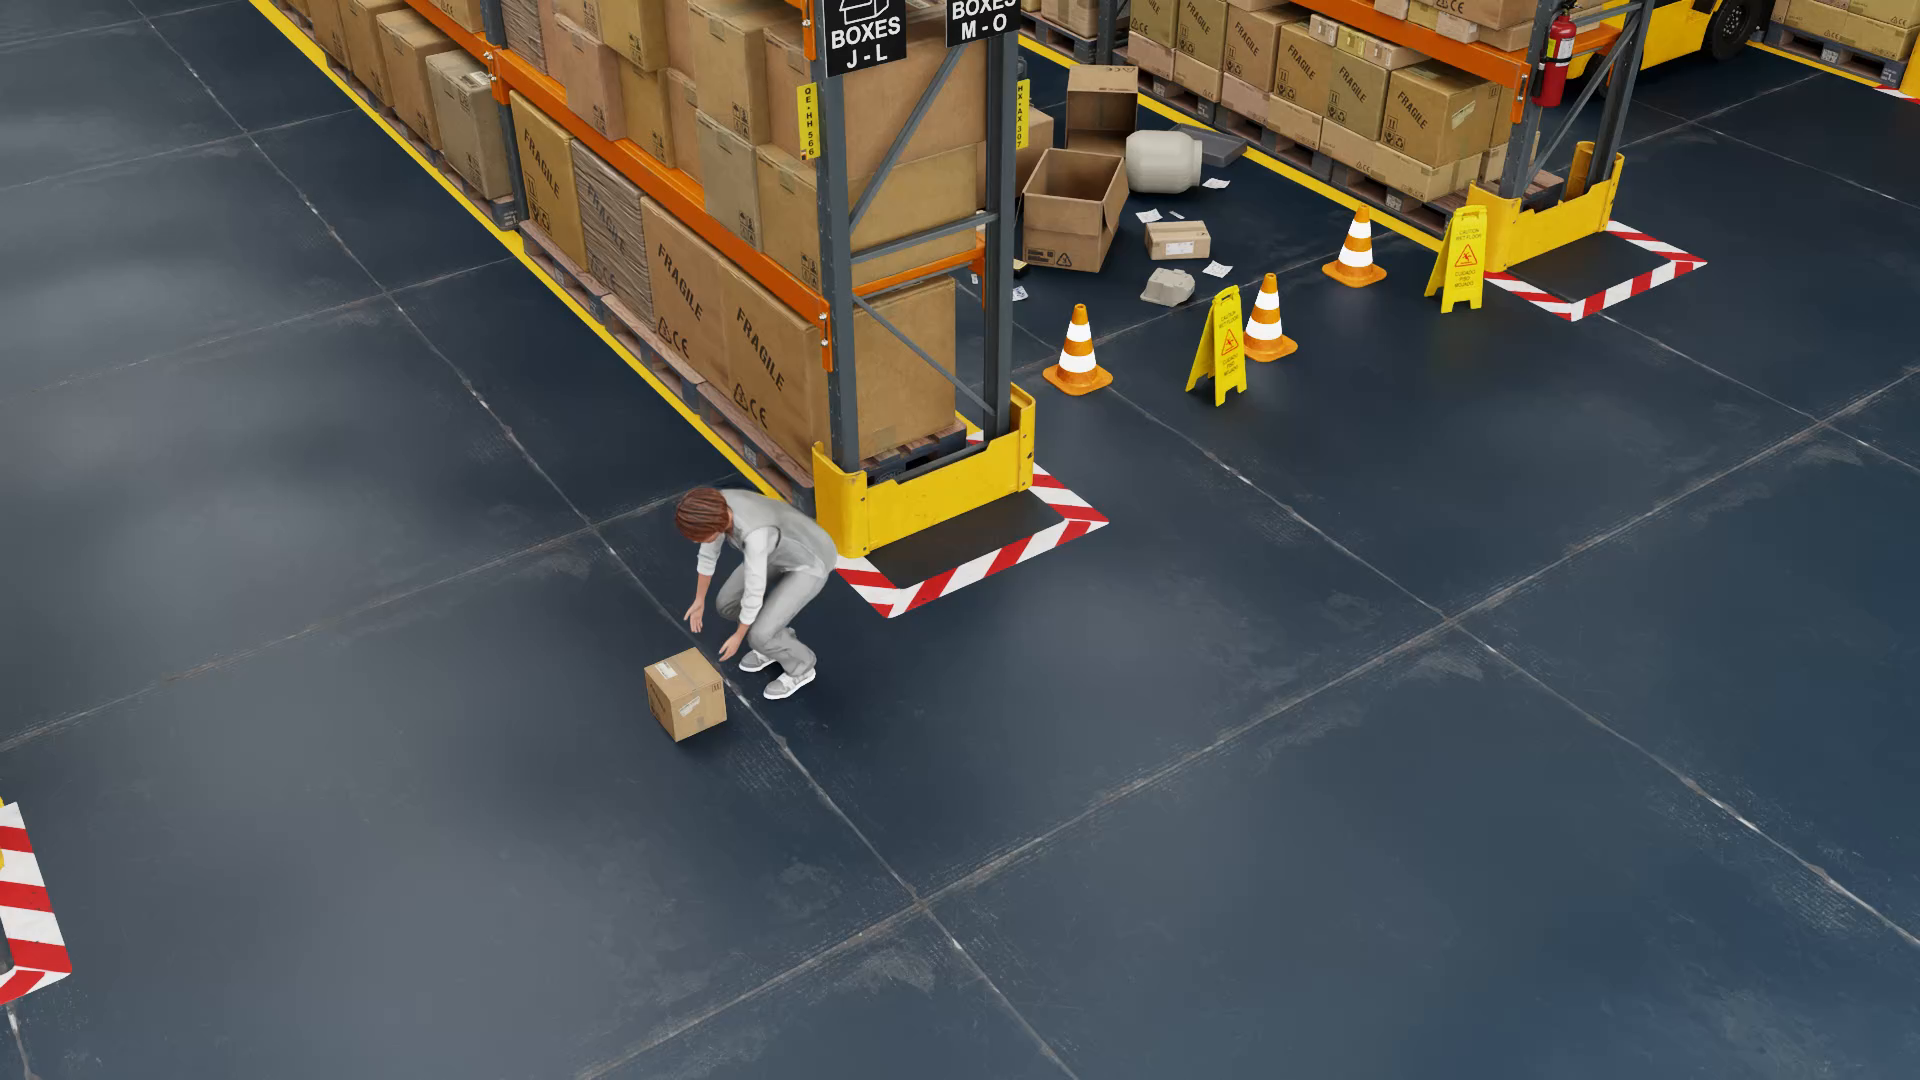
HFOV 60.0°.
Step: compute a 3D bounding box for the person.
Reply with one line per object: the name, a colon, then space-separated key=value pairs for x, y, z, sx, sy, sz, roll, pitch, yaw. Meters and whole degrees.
person: x=-0.848 y=0.189 z=7.138 sx=0.725 sy=1.143 sz=0.464 roll=-23 pitch=42 yaw=-27
